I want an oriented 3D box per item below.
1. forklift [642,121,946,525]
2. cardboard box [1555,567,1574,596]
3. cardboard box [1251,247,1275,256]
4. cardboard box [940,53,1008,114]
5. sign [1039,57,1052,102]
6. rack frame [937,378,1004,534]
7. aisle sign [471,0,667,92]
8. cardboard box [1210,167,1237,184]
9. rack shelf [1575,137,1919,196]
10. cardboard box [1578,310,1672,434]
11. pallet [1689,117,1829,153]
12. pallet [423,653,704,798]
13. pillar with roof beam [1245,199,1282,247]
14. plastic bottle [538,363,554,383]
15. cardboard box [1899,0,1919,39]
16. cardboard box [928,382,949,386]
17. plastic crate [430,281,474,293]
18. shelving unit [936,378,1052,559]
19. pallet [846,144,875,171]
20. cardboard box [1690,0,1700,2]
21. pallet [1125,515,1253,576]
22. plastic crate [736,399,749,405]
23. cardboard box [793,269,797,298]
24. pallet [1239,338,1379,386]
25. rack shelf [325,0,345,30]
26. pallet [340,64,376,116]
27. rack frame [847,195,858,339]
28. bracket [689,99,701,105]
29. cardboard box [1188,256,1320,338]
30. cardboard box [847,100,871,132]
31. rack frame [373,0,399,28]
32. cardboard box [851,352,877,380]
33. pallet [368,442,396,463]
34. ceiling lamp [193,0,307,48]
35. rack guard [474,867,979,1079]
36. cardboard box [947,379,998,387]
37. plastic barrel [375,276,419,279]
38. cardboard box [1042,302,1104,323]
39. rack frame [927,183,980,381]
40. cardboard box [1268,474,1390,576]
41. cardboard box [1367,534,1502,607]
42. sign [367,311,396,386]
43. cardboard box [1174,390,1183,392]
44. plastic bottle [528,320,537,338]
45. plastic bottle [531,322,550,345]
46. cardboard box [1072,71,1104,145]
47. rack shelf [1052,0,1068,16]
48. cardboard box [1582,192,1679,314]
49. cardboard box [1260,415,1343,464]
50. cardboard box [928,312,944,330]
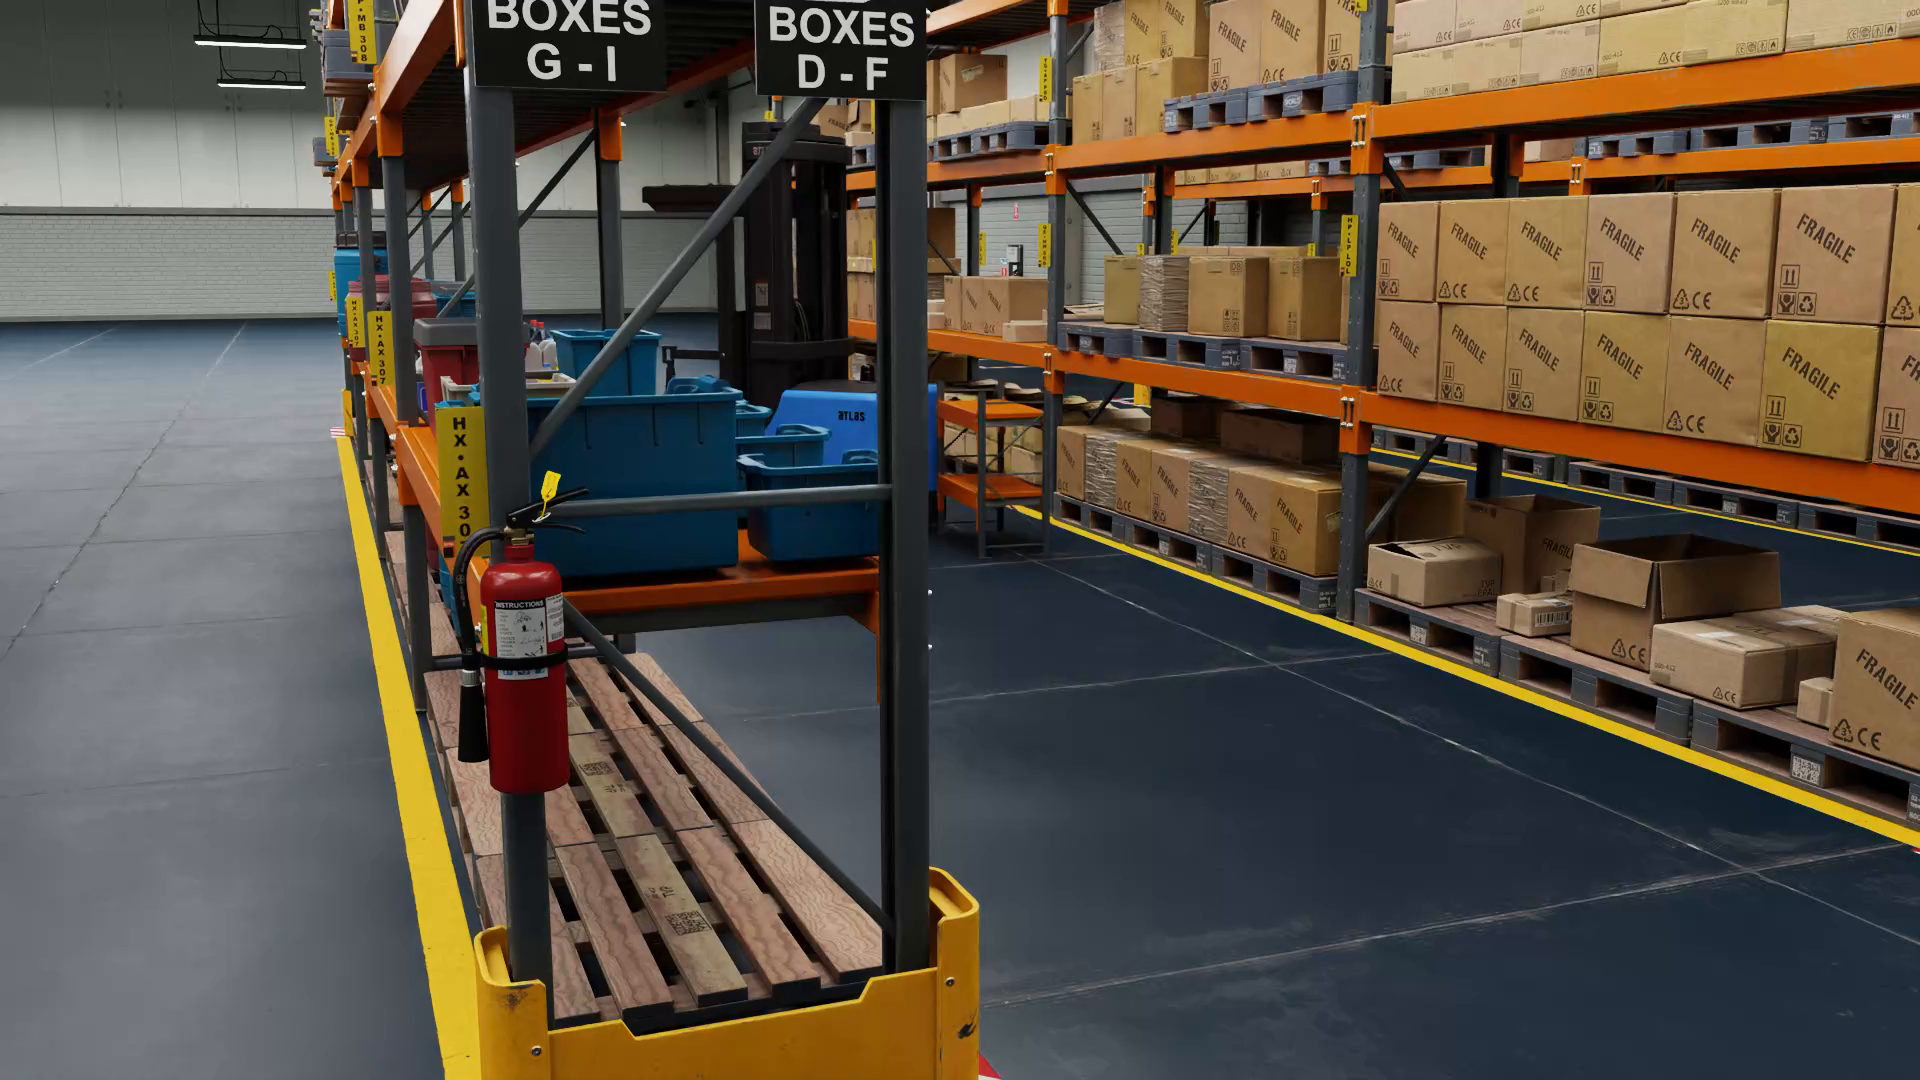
[{"bbox_3d":[-1.653,-1.576,12.413,3.031,2.935,1.130,5,11,27],"label":"forklift"},{"bbox_3d":[3.349,0.258,8.326,0.500,0.311,0.500,-4,11,-21],"label":"cardboard box"},{"bbox_3d":[3.678,-3.111,19.076,0.500,0.500,0.500,-4,11,-21],"label":"cardboard box"},{"bbox_3d":[0.122,-4.137,15.133,0.500,0.500,0.500,-3,10,-15],"label":"cardboard box"},{"bbox_3d":[0.637,-3.436,12.404,0.100,0.325,0.005,-4,11,-21],"label":"sign"},{"bbox_3d":[0.079,-0.609,12.135,0.500,1.125,0.032,-3,11,-16],"label":"rack frame"},{"bbox_3d":[-0.809,-1.330,3.406,0.394,0.787,0.004,-4,11,-21],"label":"aisle sign"},{"bbox_3d":[3.329,-4.525,19.887,0.500,0.500,0.500,-3,11,-17],"label":"cardboard box"},{"bbox_3d":[6.498,-2.811,12.645,1.077,0.370,4.000,-4,11,-21],"label":"rack shelf"},{"bbox_3d":[3.091,-0.747,7.270,0.500,0.500,0.500,-4,11,-22],"label":"cardboard box"},{"bbox_3d":[6.464,-3.114,12.837,1.003,0.211,1.213,-3,11,-18],"label":"pallet"},{"bbox_3d":[-1.709,0.758,7.058,1.003,0.211,1.213,-4,11,-21],"label":"pallet"},{"bbox_3d":[-0.079,-5.941,19.626,9.100,9.000,0.400,-4,11,-21],"label":"pillar with roof beam"},{"bbox_3d":[-2.066,-0.784,8.327,0.097,0.201,0.097,0,10,0],"label":"plastic bottle"},{"bbox_3d":[3.624,-1.864,5.696,0.500,0.250,0.500,-4,11,-21],"label":"cardboard box"},{"bbox_3d":[-0.375,-1.398,16.267,0.500,0.311,0.500,-4,11,-21],"label":"cardboard box"},{"bbox_3d":[-4.450,-2.011,14.475,0.402,0.464,0.583,-4,11,-21],"label":"plastic crate"},{"bbox_3d":[0.222,-0.524,11.654,0.538,1.125,1.048,-3,11,-16],"label":"shelving unit"},{"bbox_3d":[-0.626,-3.923,17.098,1.003,0.211,1.213,-4,11,-21],"label":"pallet"},{"bbox_3d":[3.273,-2.274,6.574,0.500,0.250,0.500,-4,11,-21],"label":"cardboard box"},{"bbox_3d":[1.831,-0.003,11.337,1.003,0.211,1.213,-4,11,-21],"label":"pallet"},{"bbox_3d":[-0.930,-0.352,5.641,0.416,0.233,0.300,-4,11,-21],"label":"plastic crate"},{"bbox_3d":[-1.585,-2.978,19.809,0.700,0.500,0.500,-4,11,-21],"label":"cardboard box"},{"bbox_3d":[2.419,-1.089,10.028,1.003,0.211,1.213,-4,11,-21],"label":"pallet"},{"bbox_3d":[-4.186,-4.115,12.553,1.077,0.370,4.000,-4,11,-21],"label":"rack shelf"},{"bbox_3d":[-2.800,-2.423,8.953,1.003,0.211,1.213,-4,11,-21],"label":"pallet"},{"bbox_3d":[-1.742,-3.005,20.250,1.000,3.000,0.127,-4,11,-21],"label":"rack frame"},{"bbox_3d":[-8.064,-13.219,50.262,0.076,0.066,3.189,-4,11,-21],"label":"bracket"},{"bbox_3d":[1.909,-1.587,10.792,0.700,0.500,0.500,-7,12,-35],"label":"cardboard box"},{"bbox_3d":[-0.772,-4.433,17.815,0.797,0.503,0.637,-3,10,-15],"label":"cardboard box"},{"bbox_3d":[-2.011,-3.686,6.950,1.000,3.000,0.127,-4,11,-21],"label":"rack frame"},{"bbox_3d":[-0.834,-1.719,17.529,0.500,0.500,0.500,-4,11,-21],"label":"cardboard box"},{"bbox_3d":[-5.115,-0.778,15.691,1.003,0.211,1.213,-4,11,-21],"label":"pallet"},{"bbox_3d":[-13.701,-11.087,31.886,2.000,3.185,0.800,-4,11,-21],"label":"ceiling lamp"},{"bbox_3d":[-0.541,1.154,4.006,1.175,0.500,0.348,-4,11,-21],"label":"rack guard"},{"bbox_3d":[0.122,-1.434,16.465,0.500,0.311,0.500,-4,11,-21],"label":"cardboard box"},{"bbox_3d":[-4.502,-1.816,13.175,0.433,0.535,0.433,0,10,0],"label":"plastic barrel"},{"bbox_3d":[1.014,-1.814,13.807,0.500,0.311,0.500,-4,11,-22],"label":"cardboard box"},{"bbox_3d":[-0.292,-2.352,16.580,1.000,3.000,0.127,-4,11,-21],"label":"rack frame"},{"bbox_3d":[2.161,-0.095,9.770,0.500,0.500,0.500,-4,11,-21],"label":"cardboard box"},{"bbox_3d":[2.557,0.143,8.973,0.500,0.311,0.500,-4,11,-21],"label":"cardboard box"},{"bbox_3d":[-2.525,-0.835,7.256,0.100,0.325,0.005,-4,11,-21],"label":"sign"},{"bbox_3d":[3.041,-2.094,21.551,0.500,0.311,0.500,-5,11,-27],"label":"cardboard box"},{"bbox_3d":[-2.484,-1.107,9.721,0.144,0.351,0.185,-4,11,-21],"label":"plastic bottle"},{"bbox_3d":[-2.368,-1.055,9.429,0.144,0.351,0.185,-4,11,-21],"label":"plastic bottle"},{"bbox_3d":[1.347,-3.156,12.249,0.910,0.500,0.500,-4,11,-21],"label":"cardboard box"},{"bbox_3d":[1.882,-3.776,10.647,1.077,0.370,4.000,-4,11,-21],"label":"rack shelf"},{"bbox_3d":[3.076,-1.241,7.191,0.500,0.500,0.500,-4,11,-19],"label":"cardboard box"},{"bbox_3d":[2.296,-0.659,10.802,0.500,0.250,0.500,-4,11,-21],"label":"cardboard box"},{"bbox_3d":[-0.162,-2.071,15.716,0.380,0.149,0.250,-4,11,-21],"label":"cardboard box"}]
